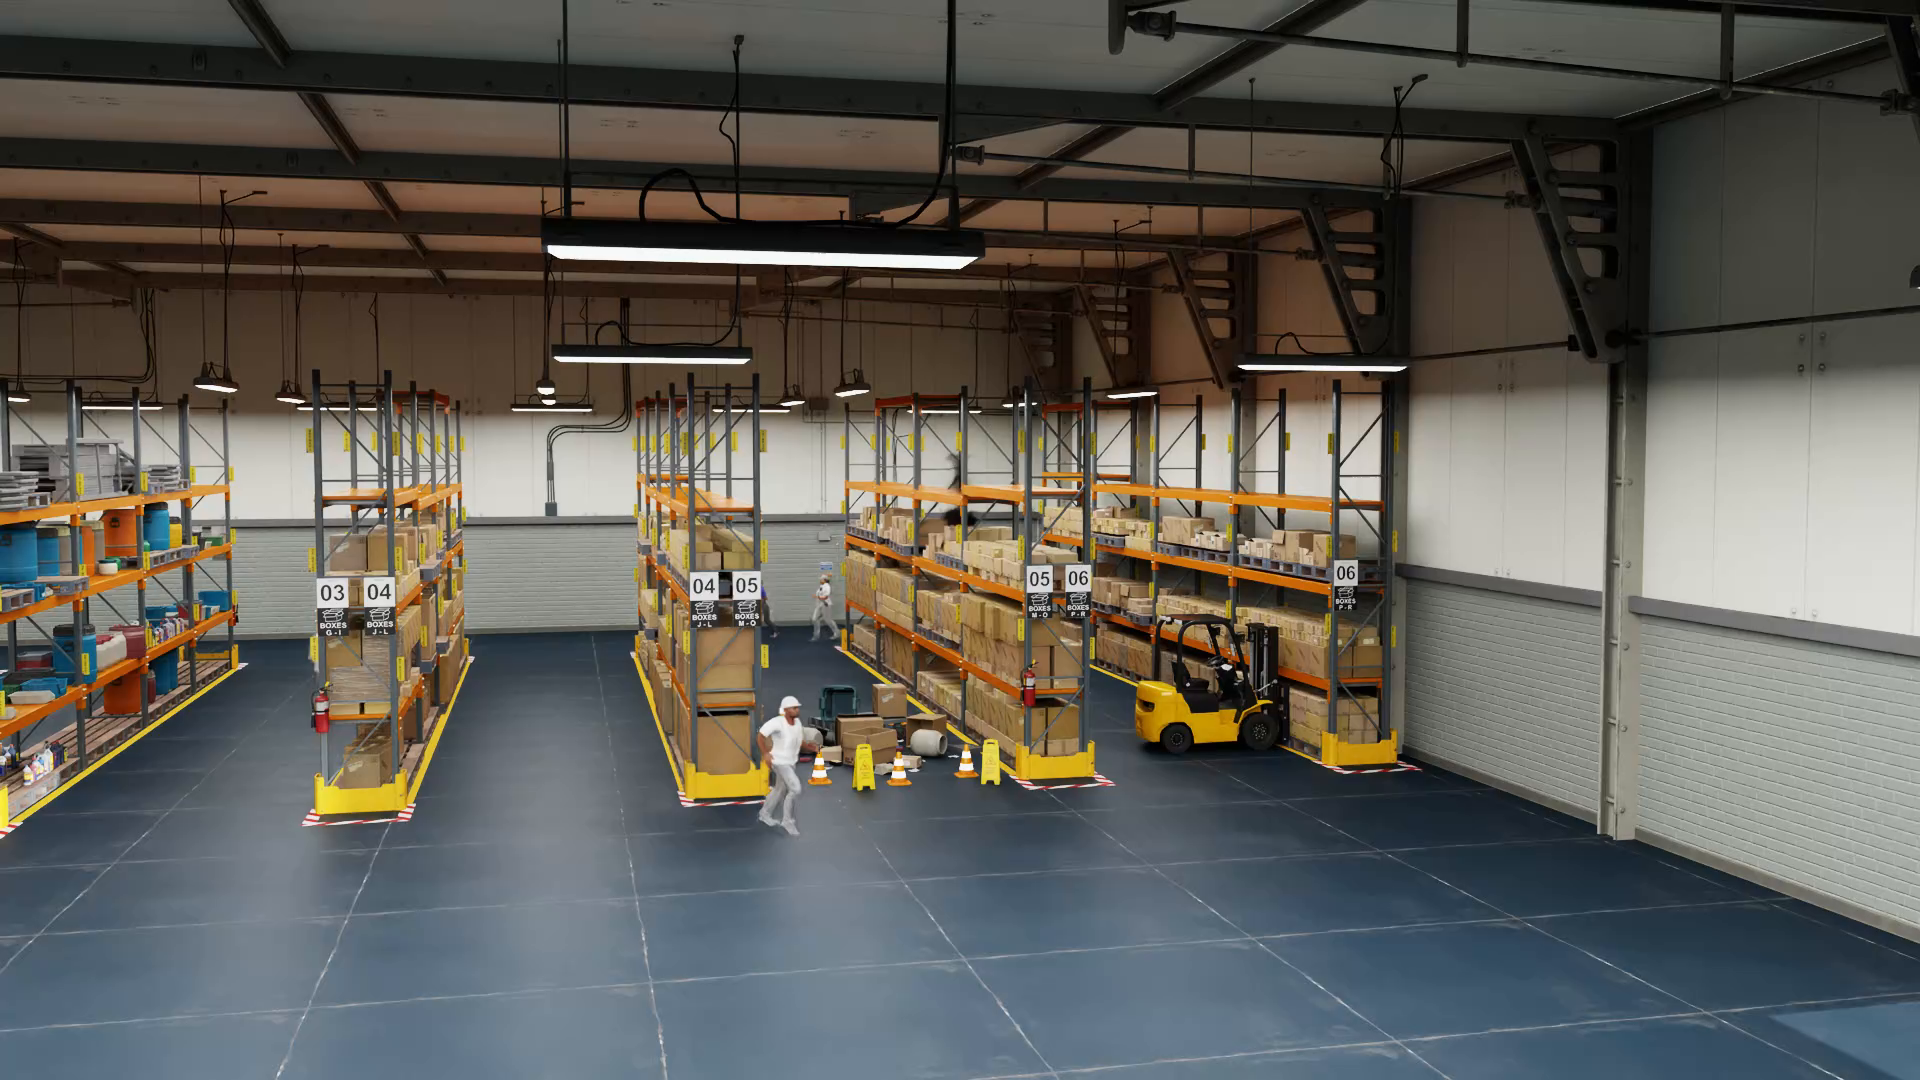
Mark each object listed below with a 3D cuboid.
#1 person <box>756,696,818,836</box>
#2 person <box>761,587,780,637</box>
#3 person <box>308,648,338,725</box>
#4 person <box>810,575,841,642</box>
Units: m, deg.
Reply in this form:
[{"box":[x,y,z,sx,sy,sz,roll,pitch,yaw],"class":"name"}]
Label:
[{"box":[-2.258,2.910,21.437,0.865,1.813,0.626,2,4,25],"class":"person"},{"box":[-5.040,1.847,42.450,0.887,1.467,0.551,-3,4,-41],"class":"person"},{"box":[-11.348,2.372,29.829,0.652,1.793,0.886,-1,4,-23],"class":"person"},{"box":[-3.419,1.738,42.200,0.770,1.727,0.581,-2,4,-26],"class":"person"}]
